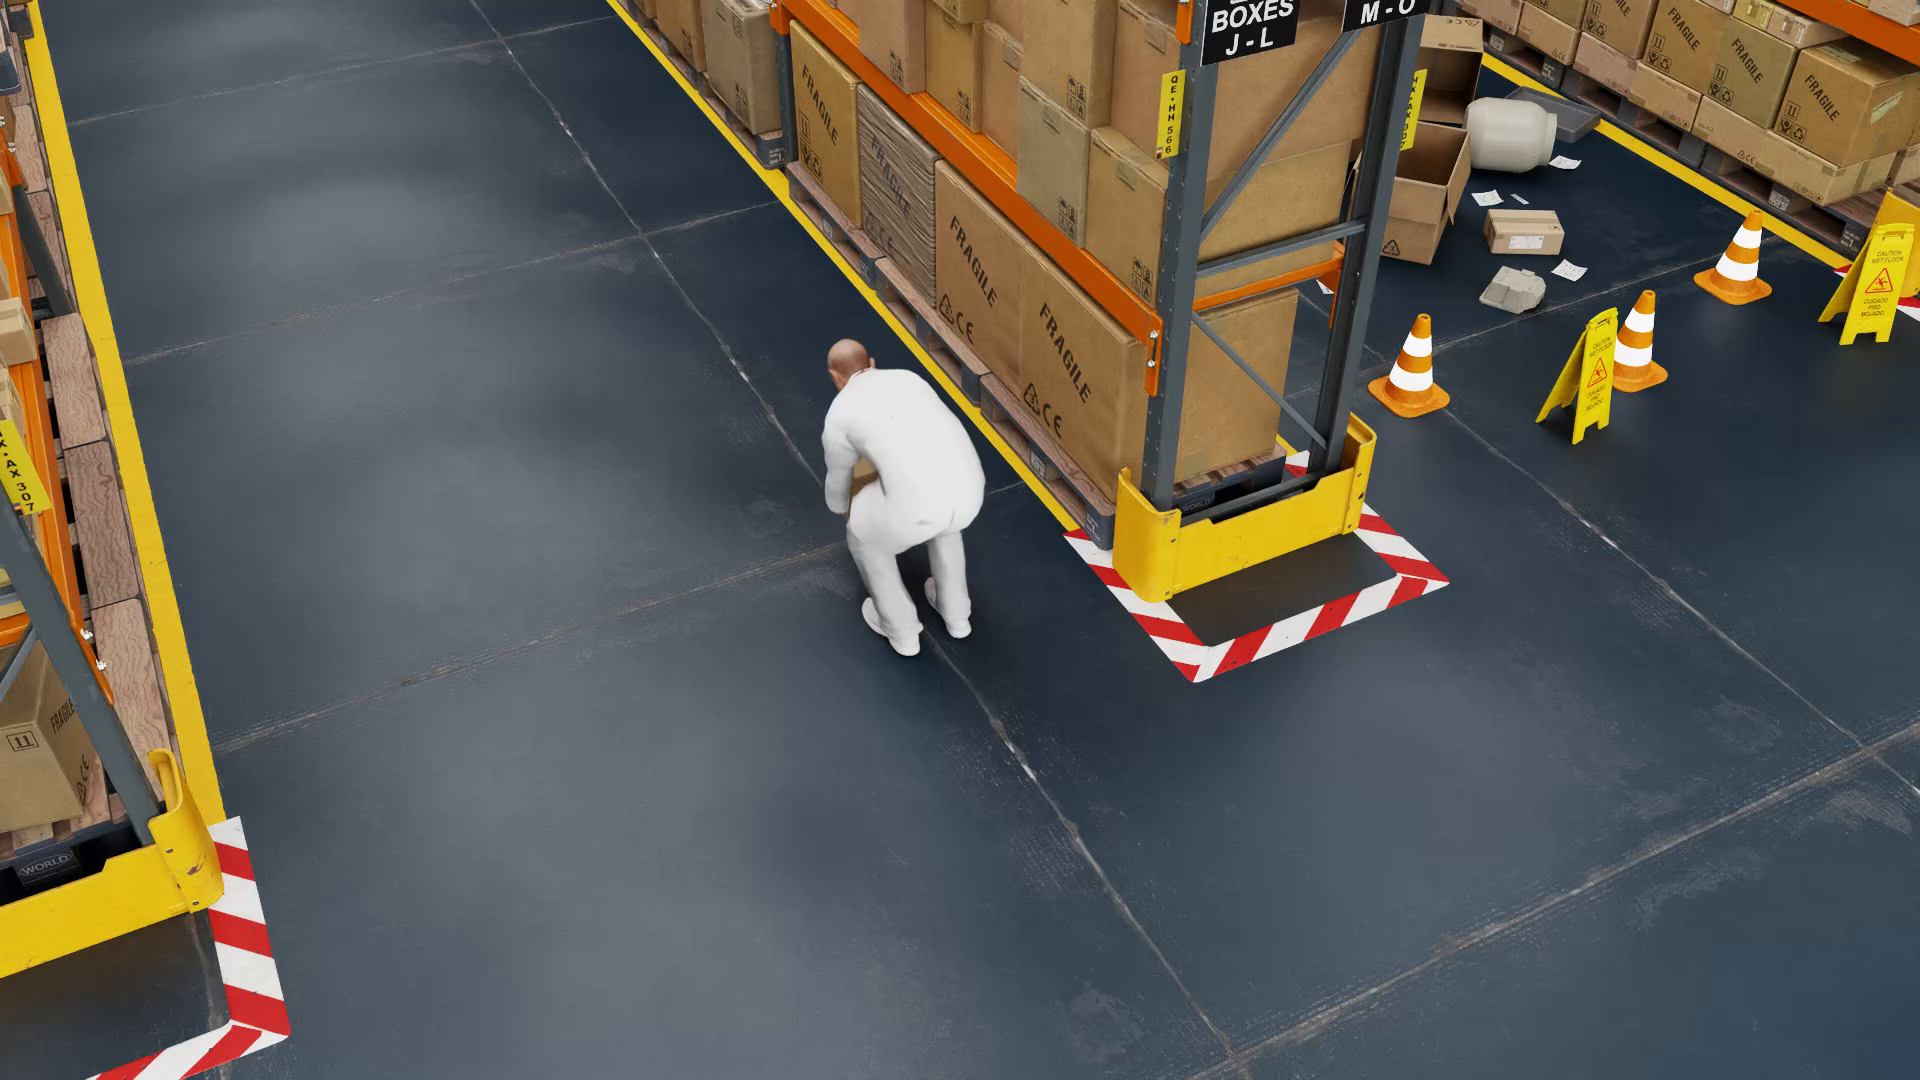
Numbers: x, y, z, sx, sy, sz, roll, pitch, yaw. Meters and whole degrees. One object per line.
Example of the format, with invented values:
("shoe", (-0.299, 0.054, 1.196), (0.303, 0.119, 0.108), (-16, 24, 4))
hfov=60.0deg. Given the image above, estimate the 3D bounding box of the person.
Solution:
("person", (-0.260, -0.174, 6.880), (0.586, 1.115, 0.940), (-21, 45, -22))
